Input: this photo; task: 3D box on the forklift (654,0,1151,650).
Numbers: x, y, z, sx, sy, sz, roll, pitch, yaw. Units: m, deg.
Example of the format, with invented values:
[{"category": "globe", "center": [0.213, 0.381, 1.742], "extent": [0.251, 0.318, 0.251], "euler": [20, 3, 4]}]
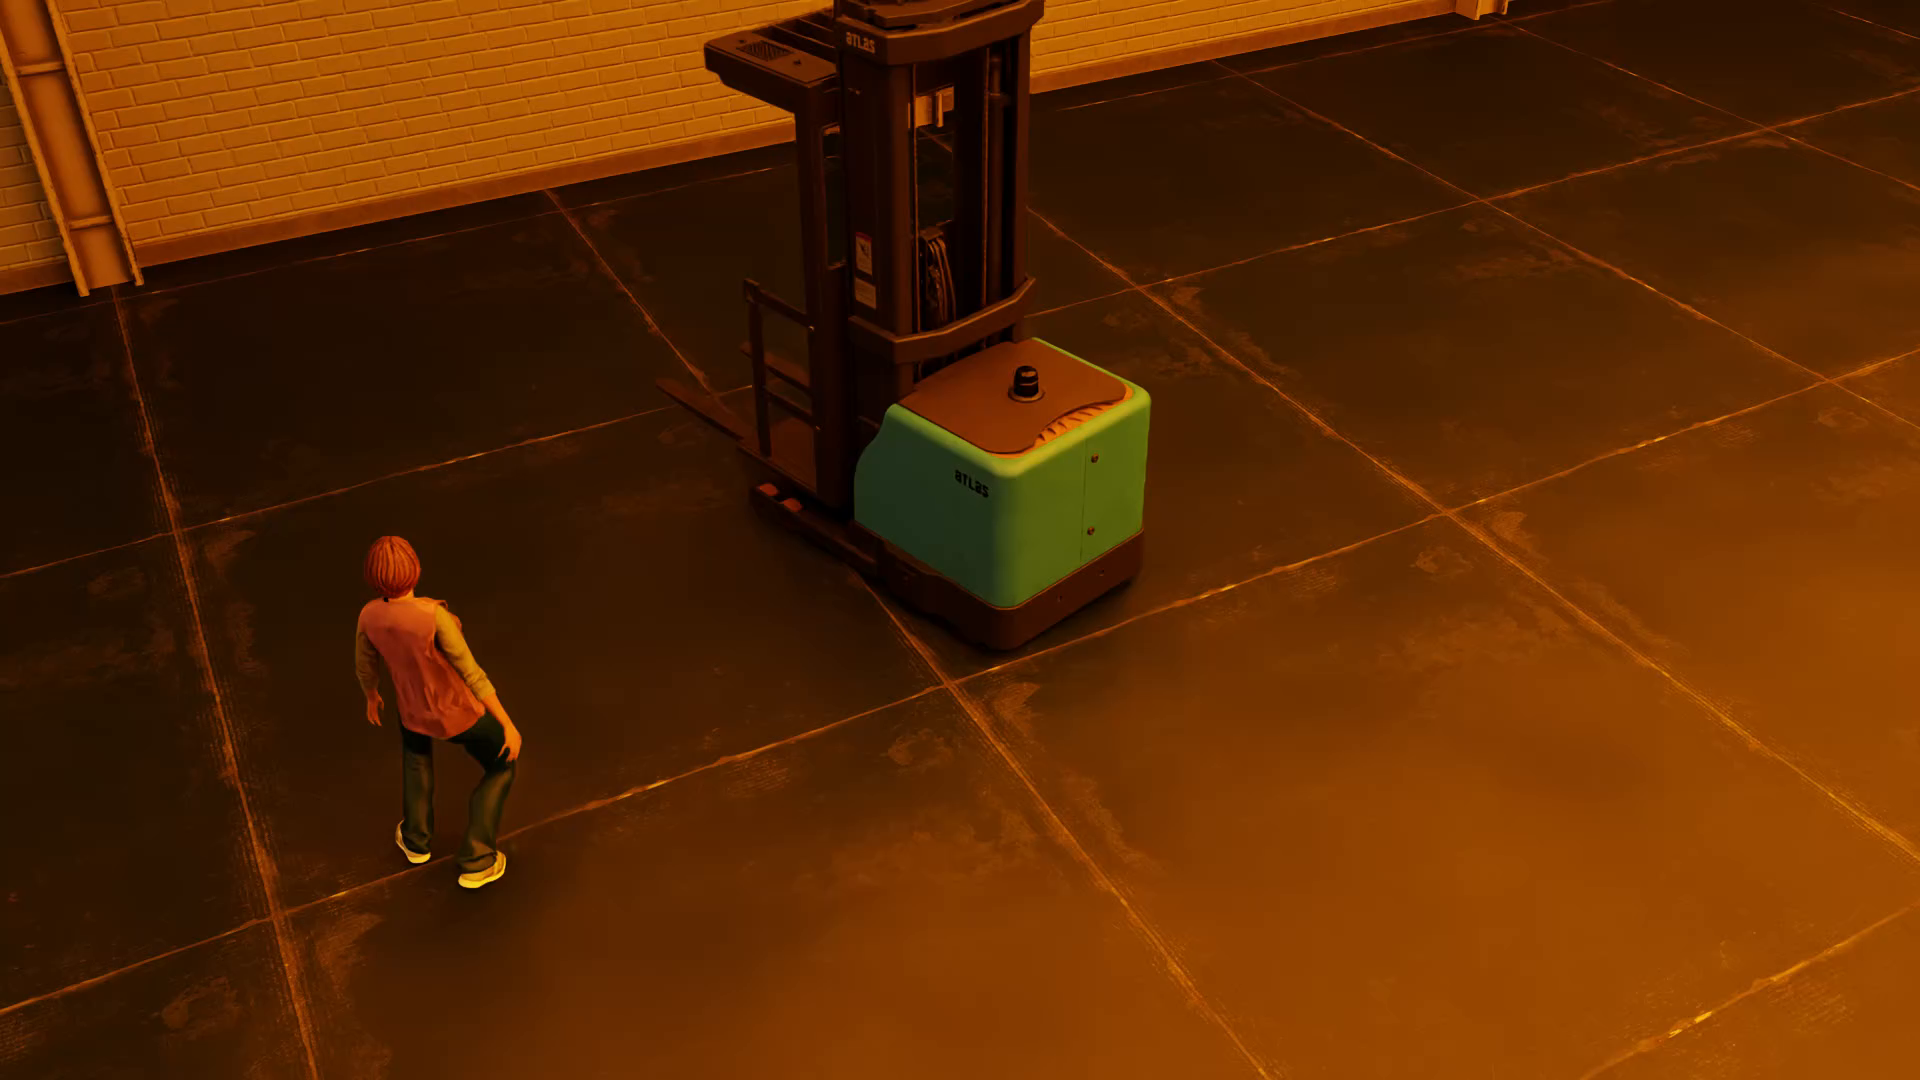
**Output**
[{"category": "forklift", "center": [-0.472, -1.435, 8.153], "extent": [1.130, 2.935, 3.031], "euler": [-29, 45, -35]}]

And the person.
[{"category": "person", "center": [-2.008, 0.689, 6.376], "extent": [0.744, 1.524, 0.437], "euler": [11, 37, 15]}]
